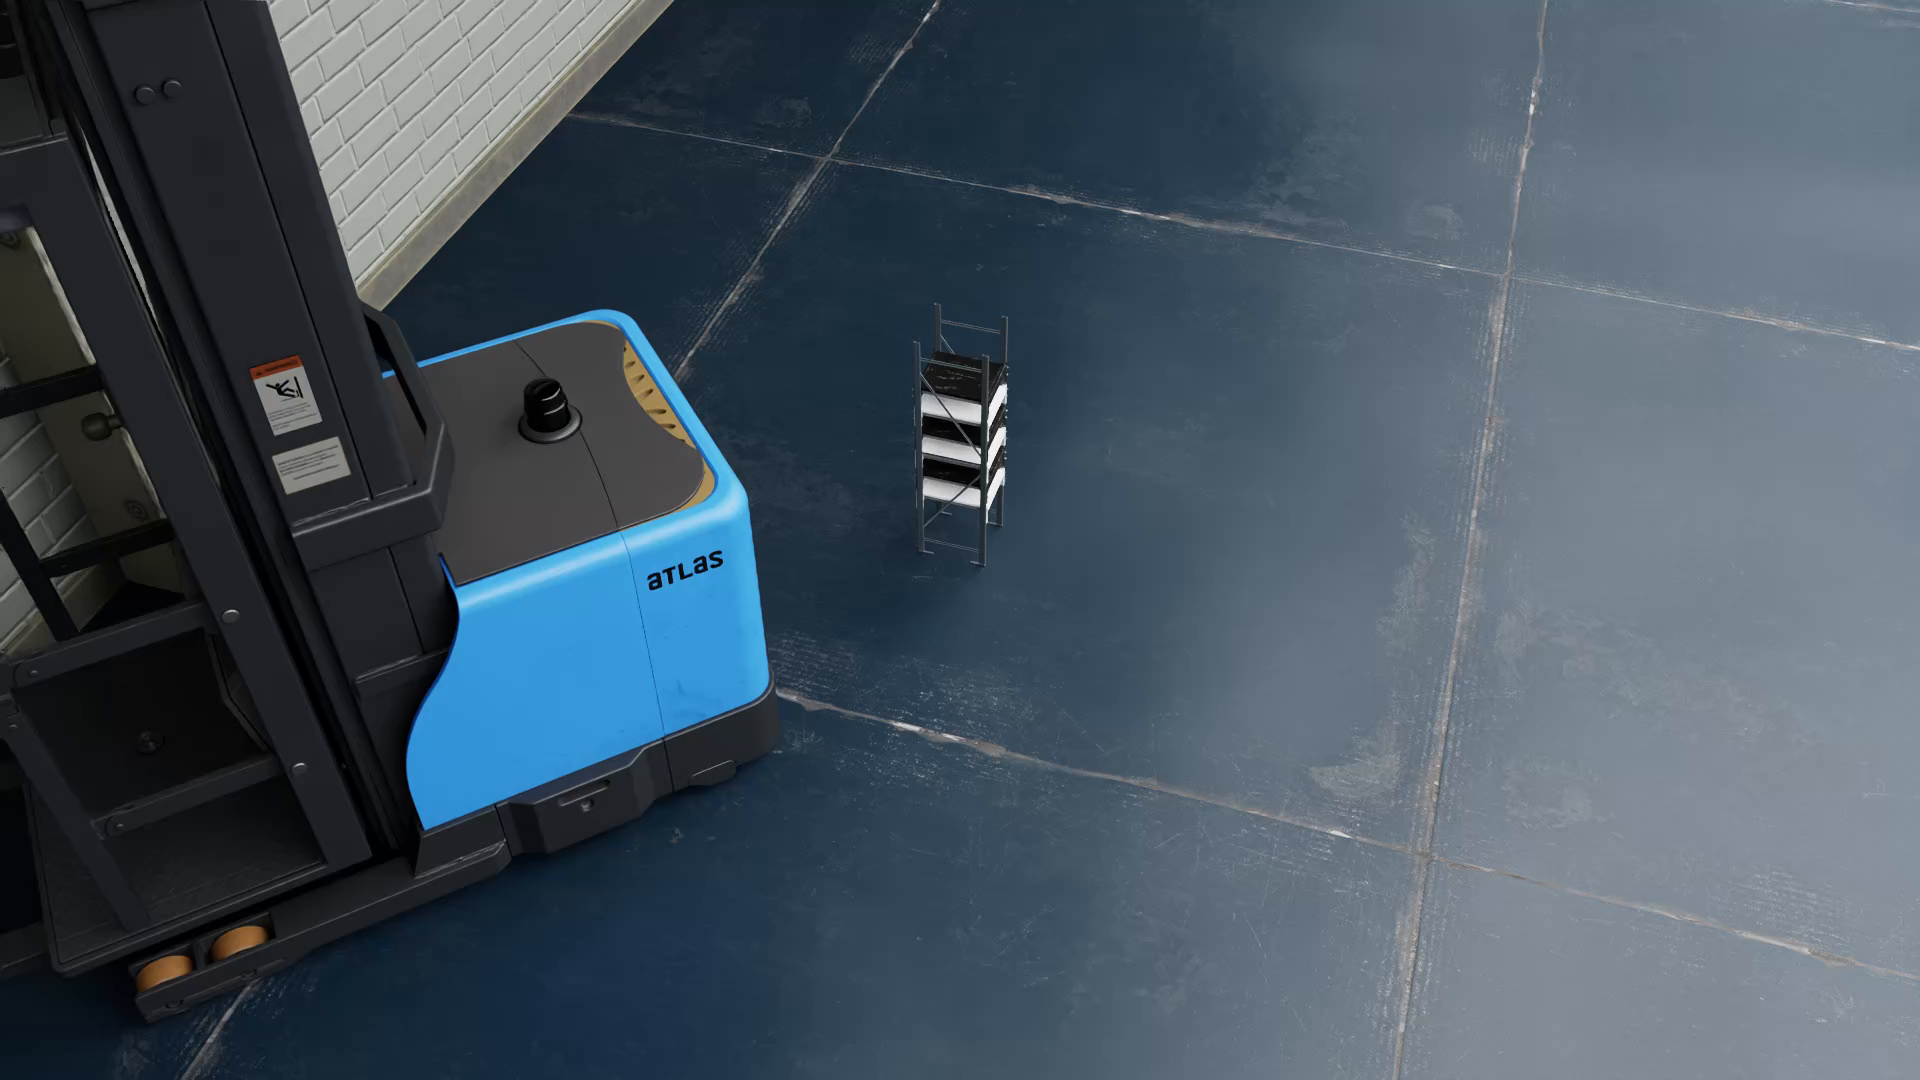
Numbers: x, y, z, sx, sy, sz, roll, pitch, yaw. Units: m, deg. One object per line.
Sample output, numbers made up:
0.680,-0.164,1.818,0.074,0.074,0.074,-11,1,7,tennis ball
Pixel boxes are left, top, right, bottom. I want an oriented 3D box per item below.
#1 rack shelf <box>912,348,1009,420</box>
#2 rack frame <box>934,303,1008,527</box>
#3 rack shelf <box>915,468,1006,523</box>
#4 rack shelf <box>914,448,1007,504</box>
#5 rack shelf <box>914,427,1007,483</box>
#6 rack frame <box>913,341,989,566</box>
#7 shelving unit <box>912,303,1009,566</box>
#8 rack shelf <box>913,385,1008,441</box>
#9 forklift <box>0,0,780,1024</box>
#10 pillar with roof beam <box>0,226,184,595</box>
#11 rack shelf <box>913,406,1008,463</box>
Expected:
0.002,-0.496,5.275,0.258,0.077,0.200,13,46,12,rack shelf
0.033,-0.395,5.510,0.240,0.900,0.006,13,46,12,rack frame
0.002,-0.175,5.590,0.258,0.077,0.200,13,46,12,rack shelf
0.002,-0.239,5.527,0.258,0.077,0.200,13,46,12,rack shelf
0.002,-0.303,5.464,0.258,0.077,0.200,13,46,12,rack shelf
-0.028,-0.259,5.372,0.240,0.900,0.006,13,46,12,rack frame
0.002,-0.327,5.441,0.258,0.900,0.210,13,46,12,shelving unit
0.002,-0.432,5.338,0.258,0.077,0.200,13,46,12,rack shelf
-2.091,-0.204,3.862,3.031,2.935,1.130,-21,48,-20,forklift
1.466,-2.277,1.643,9.100,9.000,0.400,13,46,13,pillar with roof beam
0.002,-0.368,5.401,0.258,0.077,0.200,13,46,12,rack shelf
